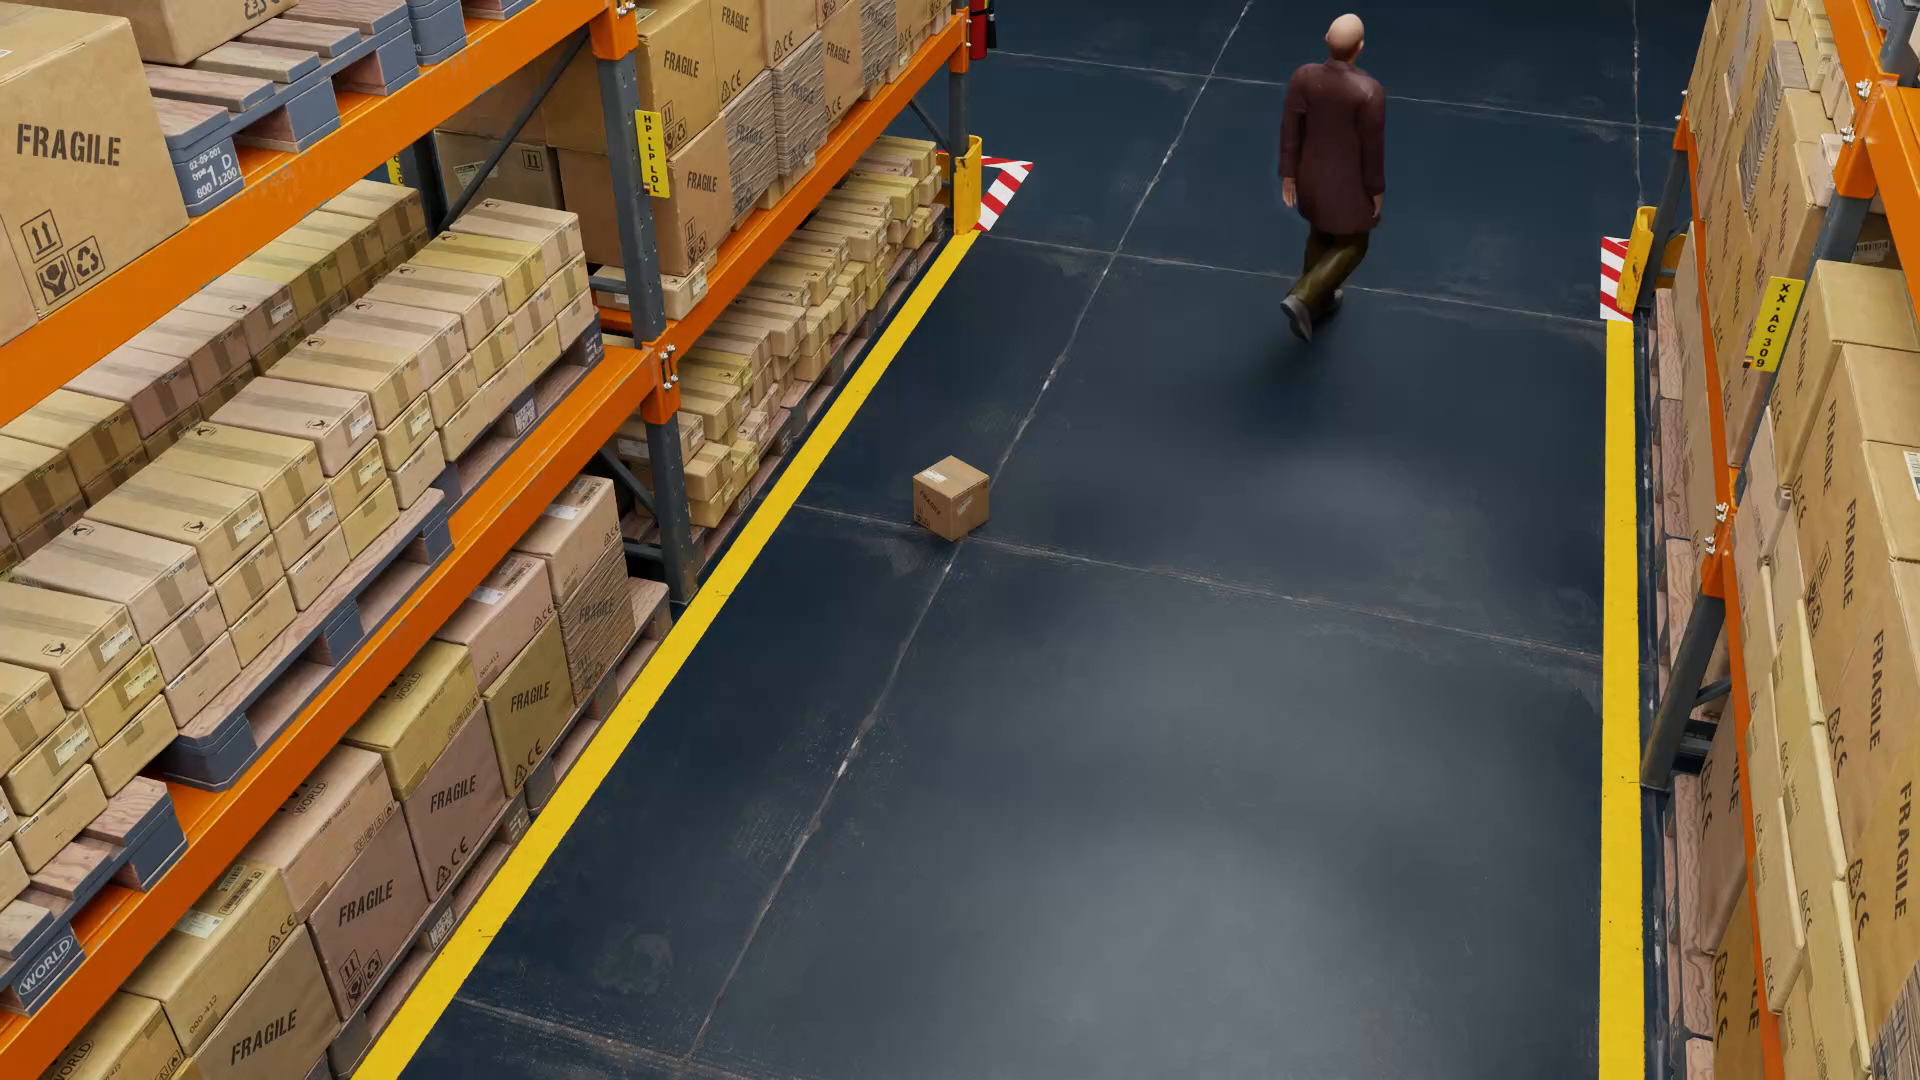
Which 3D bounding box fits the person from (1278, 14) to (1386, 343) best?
[{"bbox_3d":[1.926,-1.869,8.657,0.814,1.752,0.570,-31,46,-34],"label":"person"}]
